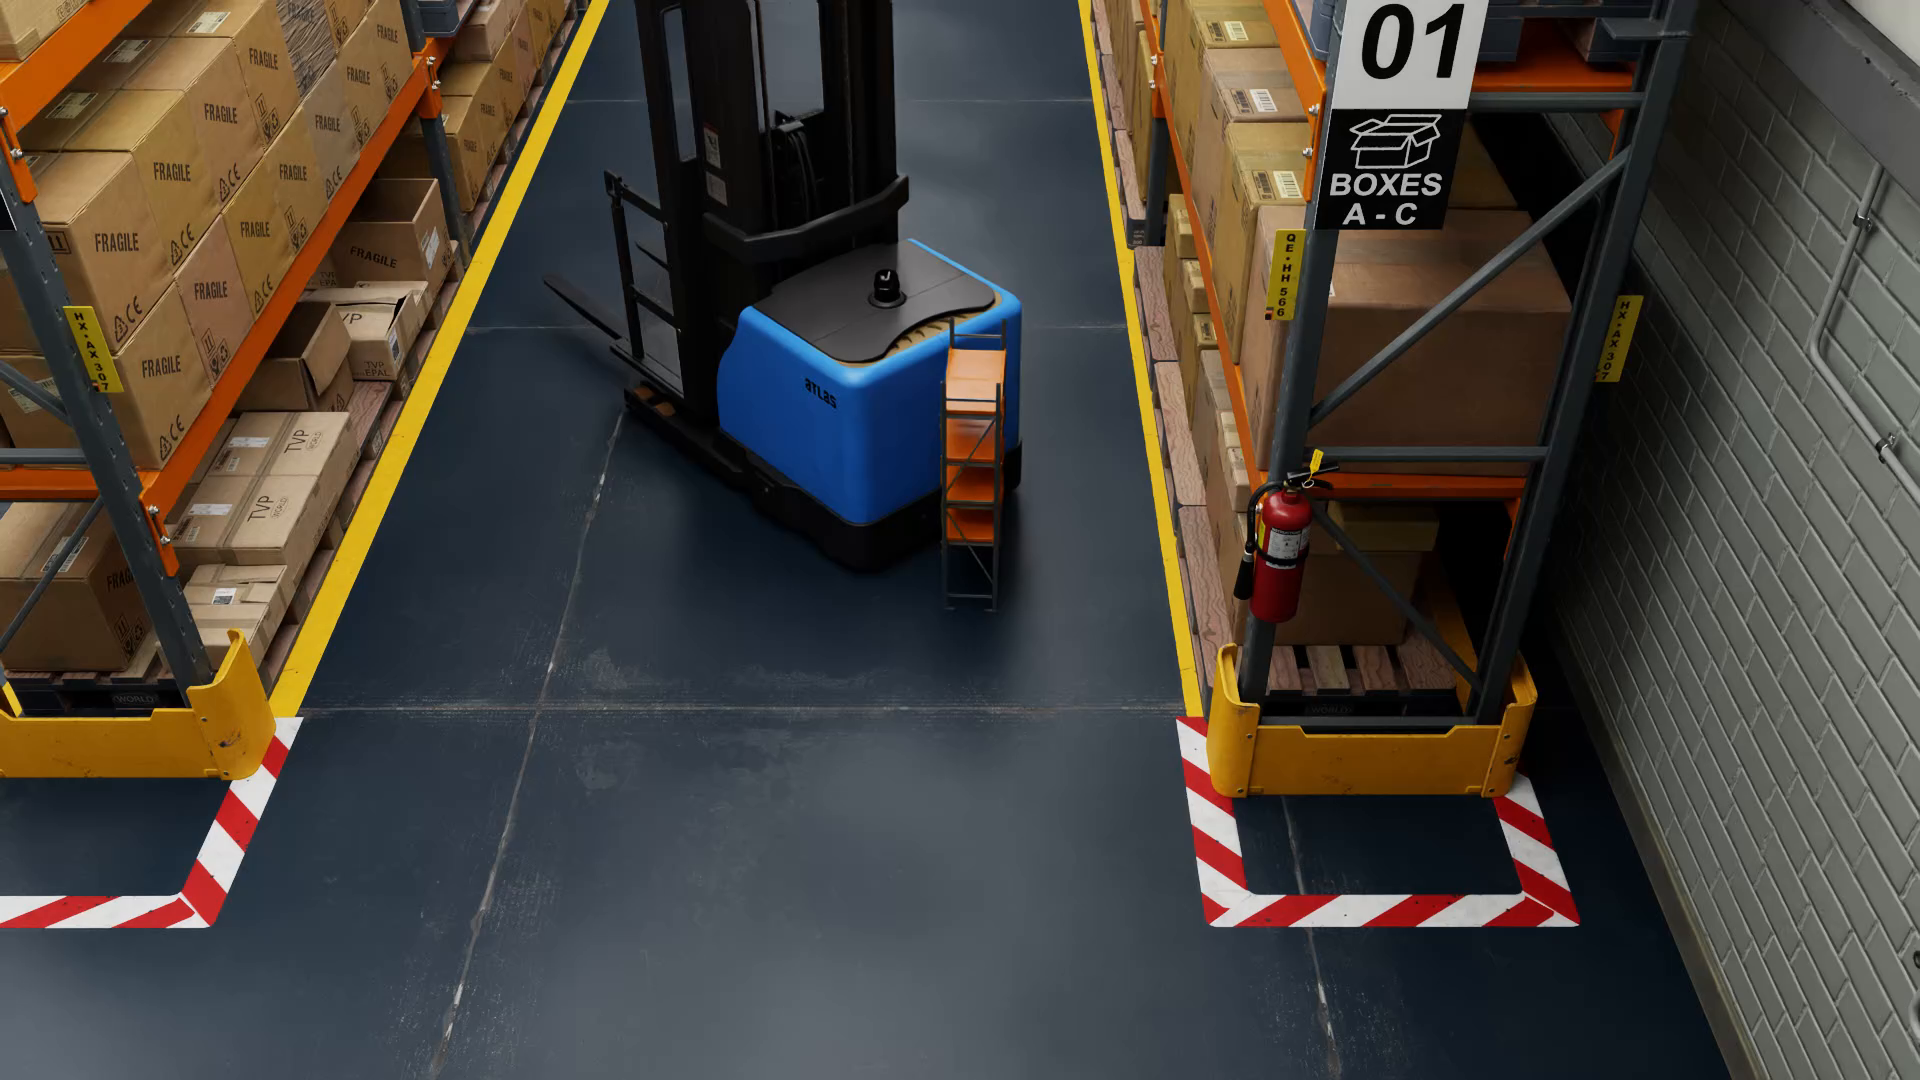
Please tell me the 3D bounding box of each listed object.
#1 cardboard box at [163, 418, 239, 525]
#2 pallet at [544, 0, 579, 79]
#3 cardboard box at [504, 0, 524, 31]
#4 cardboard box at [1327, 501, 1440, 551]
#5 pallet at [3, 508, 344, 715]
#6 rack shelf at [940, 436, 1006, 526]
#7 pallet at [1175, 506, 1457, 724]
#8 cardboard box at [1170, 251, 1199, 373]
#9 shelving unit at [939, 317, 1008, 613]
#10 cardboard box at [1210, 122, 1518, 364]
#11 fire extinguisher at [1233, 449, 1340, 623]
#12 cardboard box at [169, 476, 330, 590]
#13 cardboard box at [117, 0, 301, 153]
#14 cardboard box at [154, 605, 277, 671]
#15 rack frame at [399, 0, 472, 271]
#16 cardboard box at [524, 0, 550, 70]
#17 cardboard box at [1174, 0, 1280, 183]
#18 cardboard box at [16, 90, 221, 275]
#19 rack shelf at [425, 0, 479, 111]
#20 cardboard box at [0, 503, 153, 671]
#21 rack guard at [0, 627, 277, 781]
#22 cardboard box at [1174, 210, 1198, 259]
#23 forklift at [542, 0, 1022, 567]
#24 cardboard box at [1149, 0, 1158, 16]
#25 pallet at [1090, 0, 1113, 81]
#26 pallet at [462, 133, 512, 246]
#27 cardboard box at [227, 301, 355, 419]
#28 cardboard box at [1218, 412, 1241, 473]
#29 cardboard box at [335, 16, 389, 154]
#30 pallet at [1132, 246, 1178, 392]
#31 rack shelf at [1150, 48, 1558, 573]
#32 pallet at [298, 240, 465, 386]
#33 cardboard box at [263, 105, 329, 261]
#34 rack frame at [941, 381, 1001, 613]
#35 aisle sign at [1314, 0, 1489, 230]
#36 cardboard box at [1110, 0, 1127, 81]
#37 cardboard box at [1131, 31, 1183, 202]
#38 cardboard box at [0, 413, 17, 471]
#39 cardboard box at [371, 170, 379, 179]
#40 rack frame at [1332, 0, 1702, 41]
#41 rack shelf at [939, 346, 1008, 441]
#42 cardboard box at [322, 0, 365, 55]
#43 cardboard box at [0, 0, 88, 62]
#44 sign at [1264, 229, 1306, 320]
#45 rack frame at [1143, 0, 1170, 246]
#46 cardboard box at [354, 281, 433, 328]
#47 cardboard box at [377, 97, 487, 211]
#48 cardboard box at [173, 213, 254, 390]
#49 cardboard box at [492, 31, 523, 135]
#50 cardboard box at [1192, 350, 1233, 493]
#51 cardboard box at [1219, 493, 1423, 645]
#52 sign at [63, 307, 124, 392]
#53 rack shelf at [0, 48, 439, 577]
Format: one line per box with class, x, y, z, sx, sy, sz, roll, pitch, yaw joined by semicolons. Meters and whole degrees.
cardboard box;-3.593;-0.314;7.590;0.500;0.250;0.500;0;39;0
pallet;-3.421;-3.729;12.235;1.003;0.211;1.213;0;39;0
cardboard box;-3.139;-3.514;10.783;0.500;0.250;0.500;-1;39;-1
cardboard box;1.678;-0.089;6.606;0.380;0.149;0.250;0;39;0
pallet;-3.377;0.261;7.256;1.003;0.211;1.213;0;39;0
rack shelf;0.060;-0.256;7.218;0.258;0.148;0.480;2;39;3
pallet;1.499;0.301;7.206;1.003;0.211;1.213;0;39;0
cardboard box;1.469;-1.195;8.506;0.700;0.500;0.500;0;39;-1
shelving unit;0.060;-0.309;7.176;0.258;1.200;0.503;2;39;3
cardboard box;1.556;-1.178;6.582;0.980;0.700;0.700;0;39;0
fire extinguisher;1.117;-0.017;5.733;0.296;0.674;0.183;0;39;0
cardboard box;-3.093;-0.033;7.240;0.500;0.250;0.500;0;39;0
cardboard box;-3.117;-1.946;6.900;0.500;0.500;0.500;0;39;0
cardboard box;-3.032;0.397;6.784;0.380;0.149;0.250;0;39;0
rack frame;-3.380;-2.783;8.824;1.000;3.000;0.127;0;39;0
cardboard box;-3.148;-3.572;11.456;0.500;0.500;0.500;-1;39;-2
cardboard box;1.553;-2.110;7.745;0.980;0.700;0.700;-1;39;-1
cardboard box;-3.120;-1.315;6.113;0.500;0.500;0.500;0;39;0
rack shelf;-3.382;-3.753;10.610;1.077;0.370;4.000;0;39;0
cardboard box;-3.622;0.182;6.771;0.500;0.500;0.500;0;39;0
rack guard;-3.375;0.646;6.544;1.175;0.500;0.348;0;39;0
cardboard box;1.290;-1.548;8.428;0.380;0.149;0.250;1;39;1
forklift;-1.062;-1.862;7.729;1.130;2.935;3.031;-29;47;-31
cardboard box;1.266;-3.068;9.364;0.380;0.149;0.250;1;39;1
pallet;1.495;-3.709;12.210;1.003;0.211;1.213;0;39;0
pallet;-3.419;-2.203;10.331;1.003;0.211;1.213;0;39;0
cardboard box;-3.373;-0.806;8.001;0.797;0.503;0.637;0;39;0
cardboard box;1.294;-0.407;7.003;0.380;0.149;0.250;1;39;1
cardboard box;-3.121;-2.187;8.001;0.500;0.500;0.500;1;39;1
pallet;1.496;-1.225;9.110;1.003;0.211;1.213;0;39;0
rack shelf;1.576;-1.257;7.496;1.077;0.370;4.000;0;39;0
pallet;-3.380;-1.265;9.160;1.003;0.211;1.213;0;39;0
cardboard box;-3.115;-1.547;7.202;0.500;0.500;0.500;0;39;1
rack frame;0.044;-0.157;6.986;0.240;1.200;0.015;2;39;3
aisle sign;1.278;-1.257;4.841;0.394;0.787;0.004;0;39;0
cardboard box;1.433;-3.608;11.236;0.750;0.750;0.750;0;39;0
cardboard box;1.443;-2.520;9.880;0.750;0.750;0.750;0;39;0
cardboard box;-3.648;-0.601;6.021;0.500;0.500;0.500;1;39;1
cardboard box;-3.667;-2.288;9.853;0.500;0.500;0.500;0;39;0
rack frame;1.578;-2.629;3.834;1.000;3.000;0.127;0;39;0
rack shelf;0.060;-0.616;6.930;0.258;0.148;0.480;2;39;3
cardboard box;-3.117;-2.576;7.686;0.500;0.500;0.500;-1;39;-1
cardboard box;-3.122;-1.715;5.213;0.500;0.250;0.500;0;39;0
sign;1.036;-0.840;5.284;0.100;0.325;0.005;0;39;0
rack frame;1.574;-2.789;8.831;1.000;3.000;0.127;0;39;0
cardboard box;-3.035;-1.252;8.841;0.380;0.149;0.250;0;39;0
cardboard box;-3.137;-2.282;9.846;0.500;0.500;0.500;-2;39;-2
cardboard box;-3.118;-0.921;6.421;0.500;0.500;0.500;0;39;0
cardboard box;-3.142;-2.928;10.652;0.500;0.500;0.500;0;39;0
cardboard box;1.476;-0.541;7.690;0.700;0.500;0.500;-1;39;-2
cardboard box;1.478;0.086;6.907;0.700;0.500;0.500;0;39;0
sign;-2.833;-0.620;5.433;0.100;0.325;0.005;0;39;0
rack shelf;-3.378;-1.252;7.488;1.077;0.370;4.000;0;39;0
